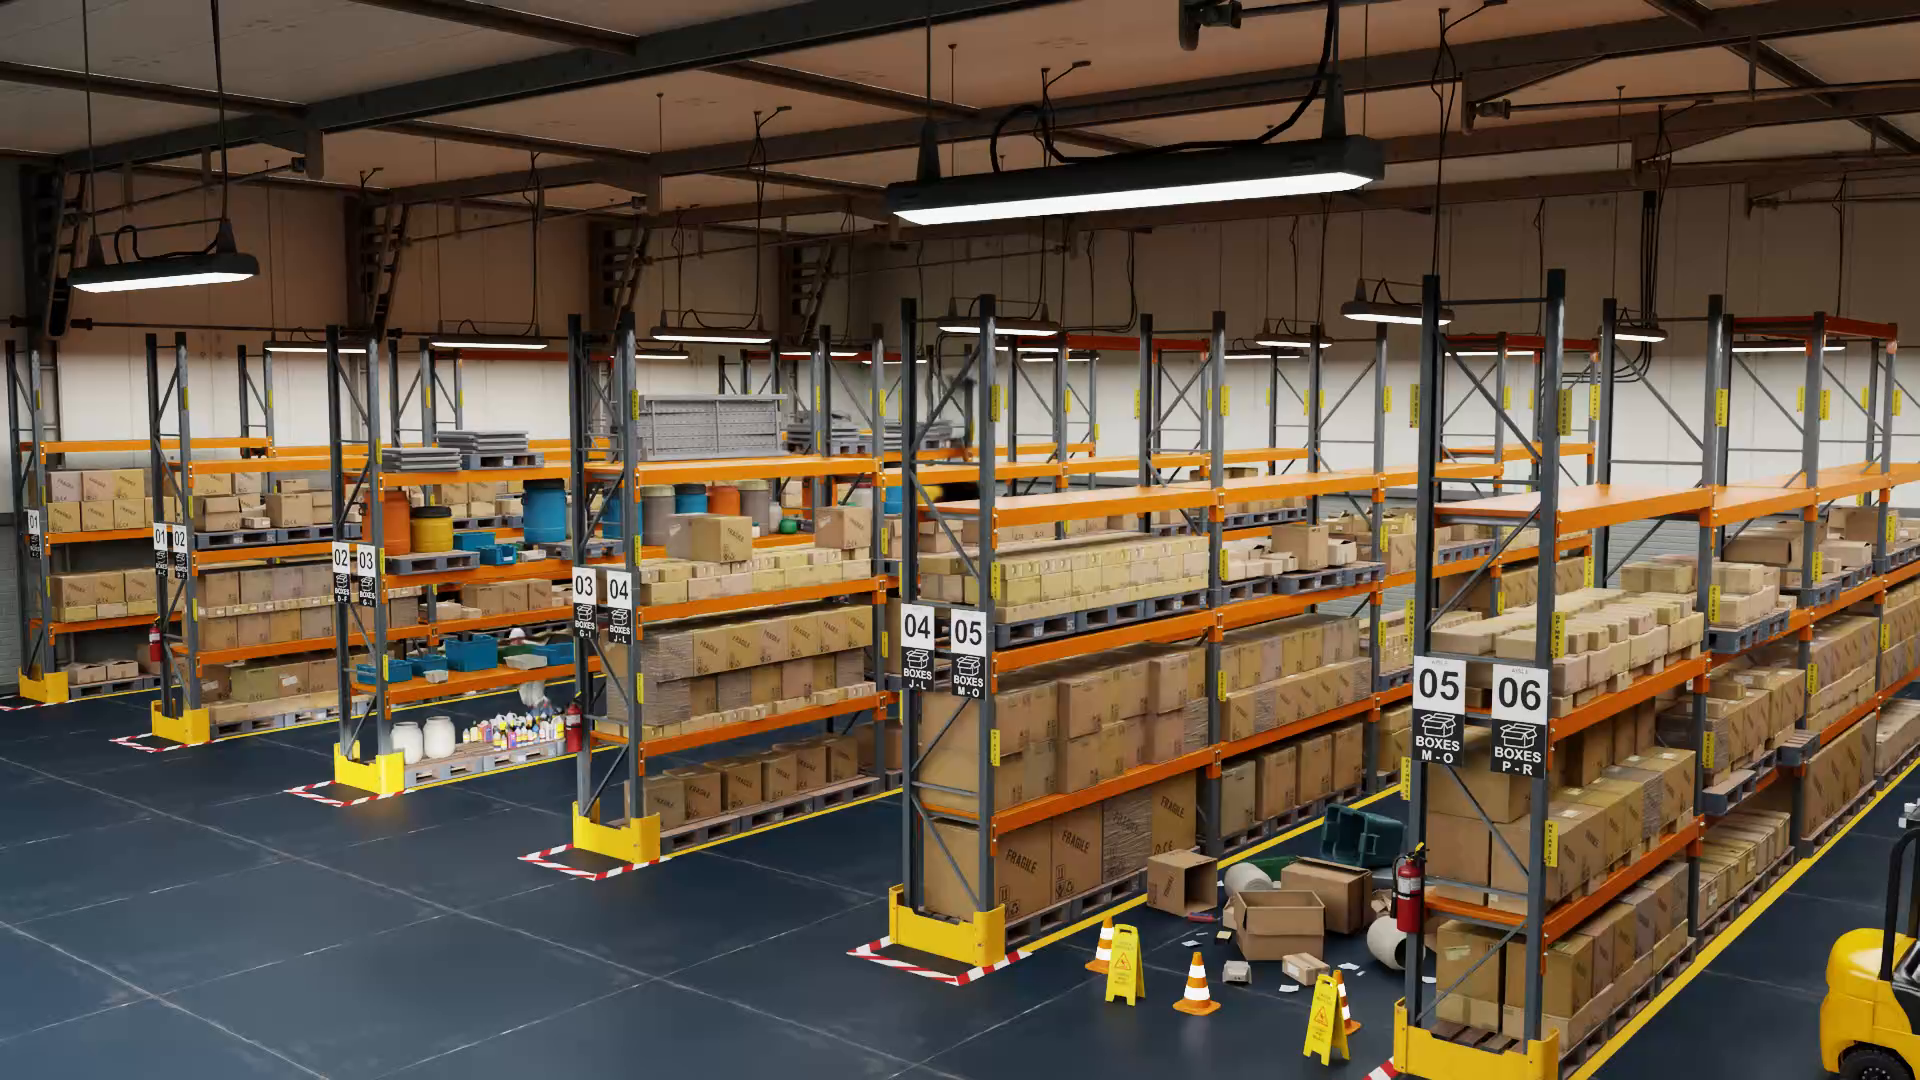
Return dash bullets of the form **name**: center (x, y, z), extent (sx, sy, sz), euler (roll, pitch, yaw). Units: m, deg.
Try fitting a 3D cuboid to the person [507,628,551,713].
- **person**: center (-6.605, 2.097, 25.453), extent (0.685, 1.583, 0.900), euler (2, 6, 23)
